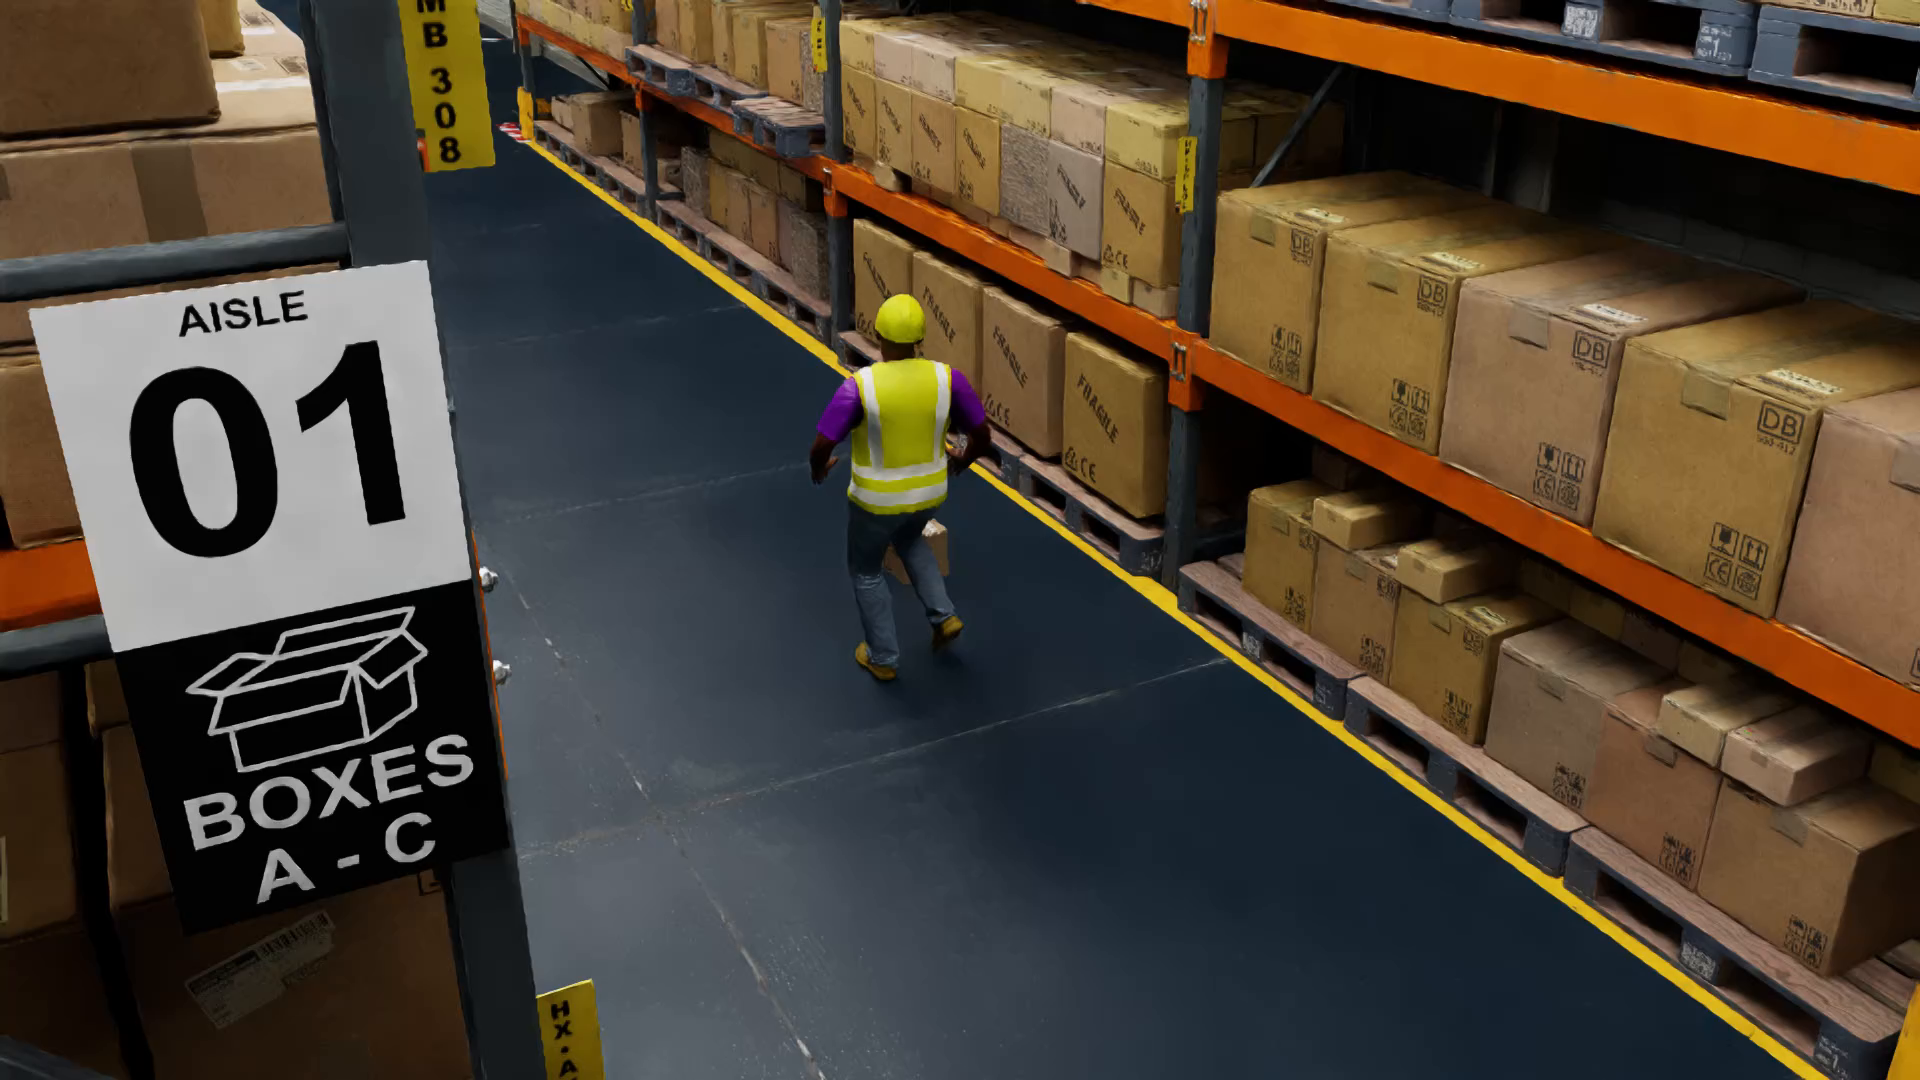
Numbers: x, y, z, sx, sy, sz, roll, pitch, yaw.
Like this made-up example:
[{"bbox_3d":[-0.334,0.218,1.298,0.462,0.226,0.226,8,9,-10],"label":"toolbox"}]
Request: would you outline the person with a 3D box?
[{"bbox_3d":[-0.296,-0.219,7.081,0.766,1.737,0.518,-12,28,-24],"label":"person"}]
